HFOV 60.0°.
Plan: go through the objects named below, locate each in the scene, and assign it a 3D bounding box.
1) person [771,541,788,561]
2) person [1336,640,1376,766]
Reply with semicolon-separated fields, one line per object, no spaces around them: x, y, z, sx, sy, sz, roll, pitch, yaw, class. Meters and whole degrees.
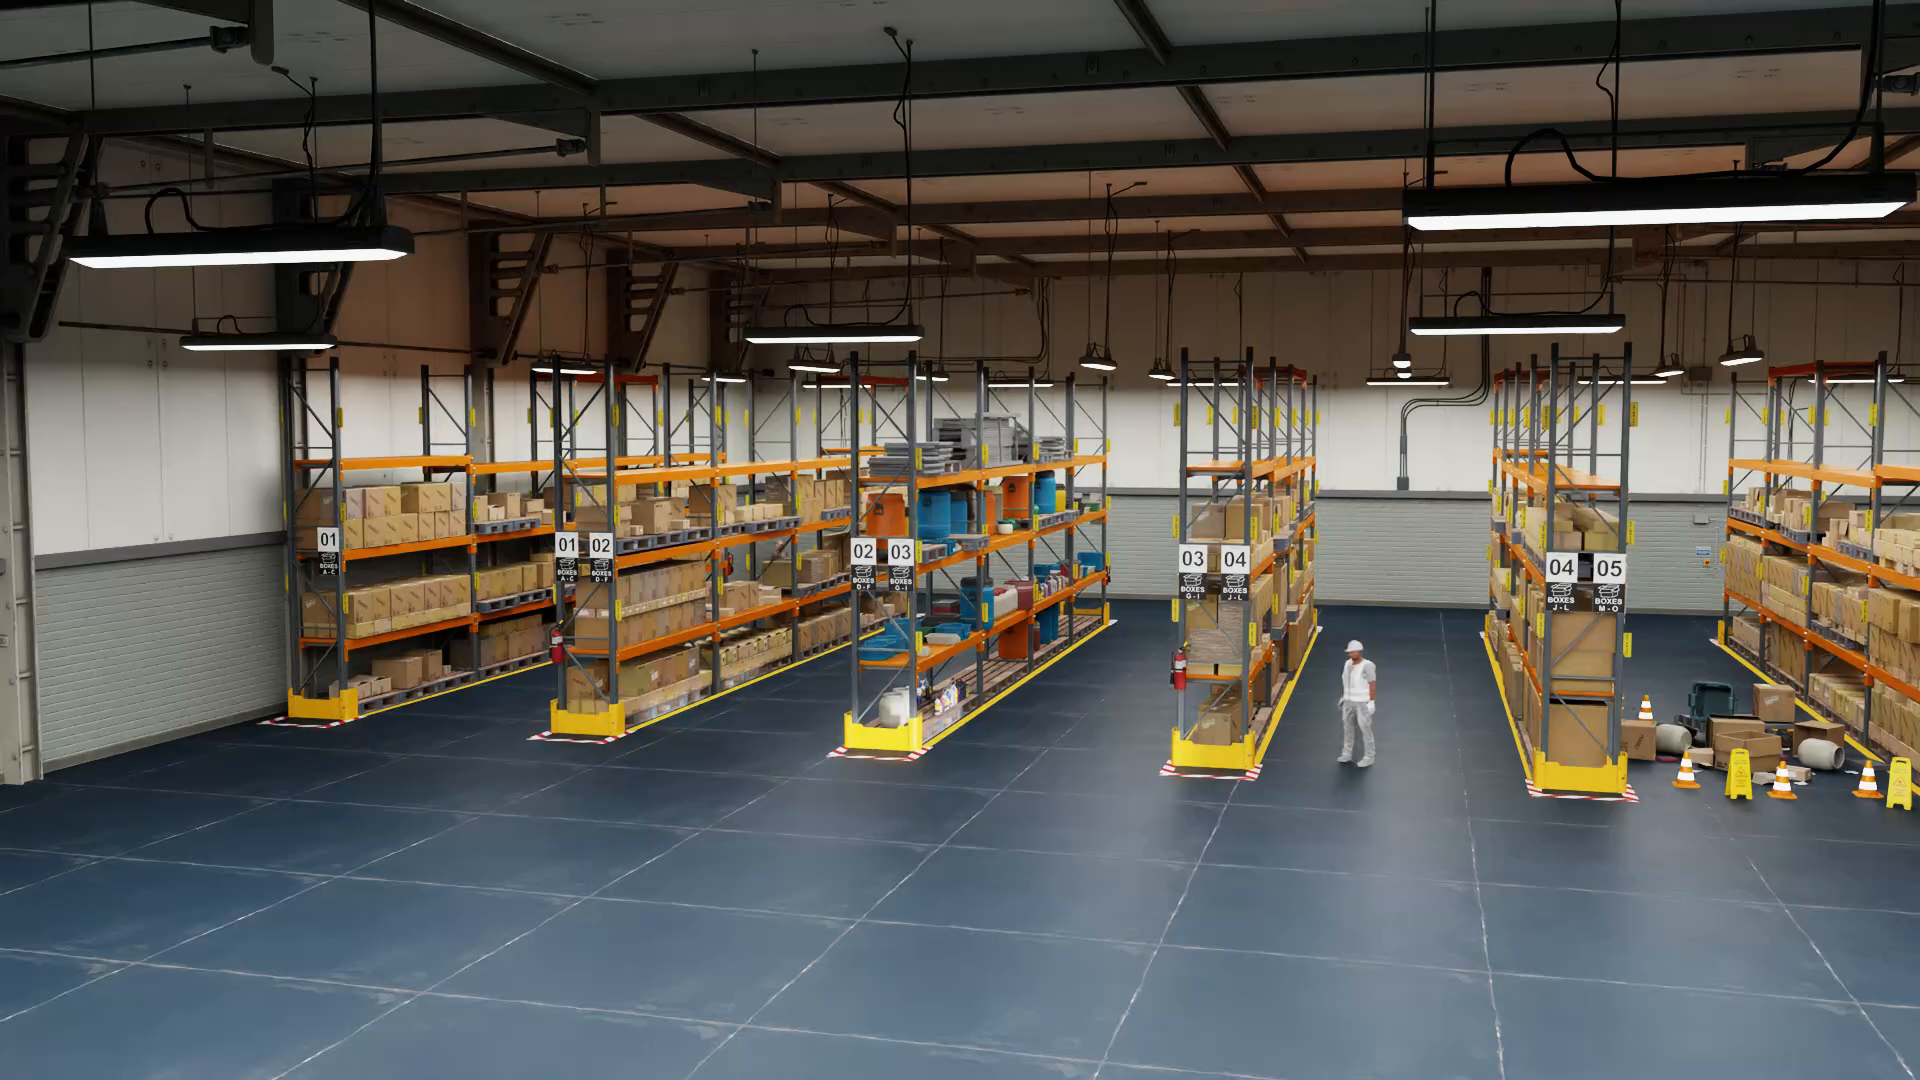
-4.786;0.886;43.845;0.704;1.745;0.609;1;4;15;person
5.709;2.339;24.046;0.414;1.783;0.633;-3;5;-35;person
